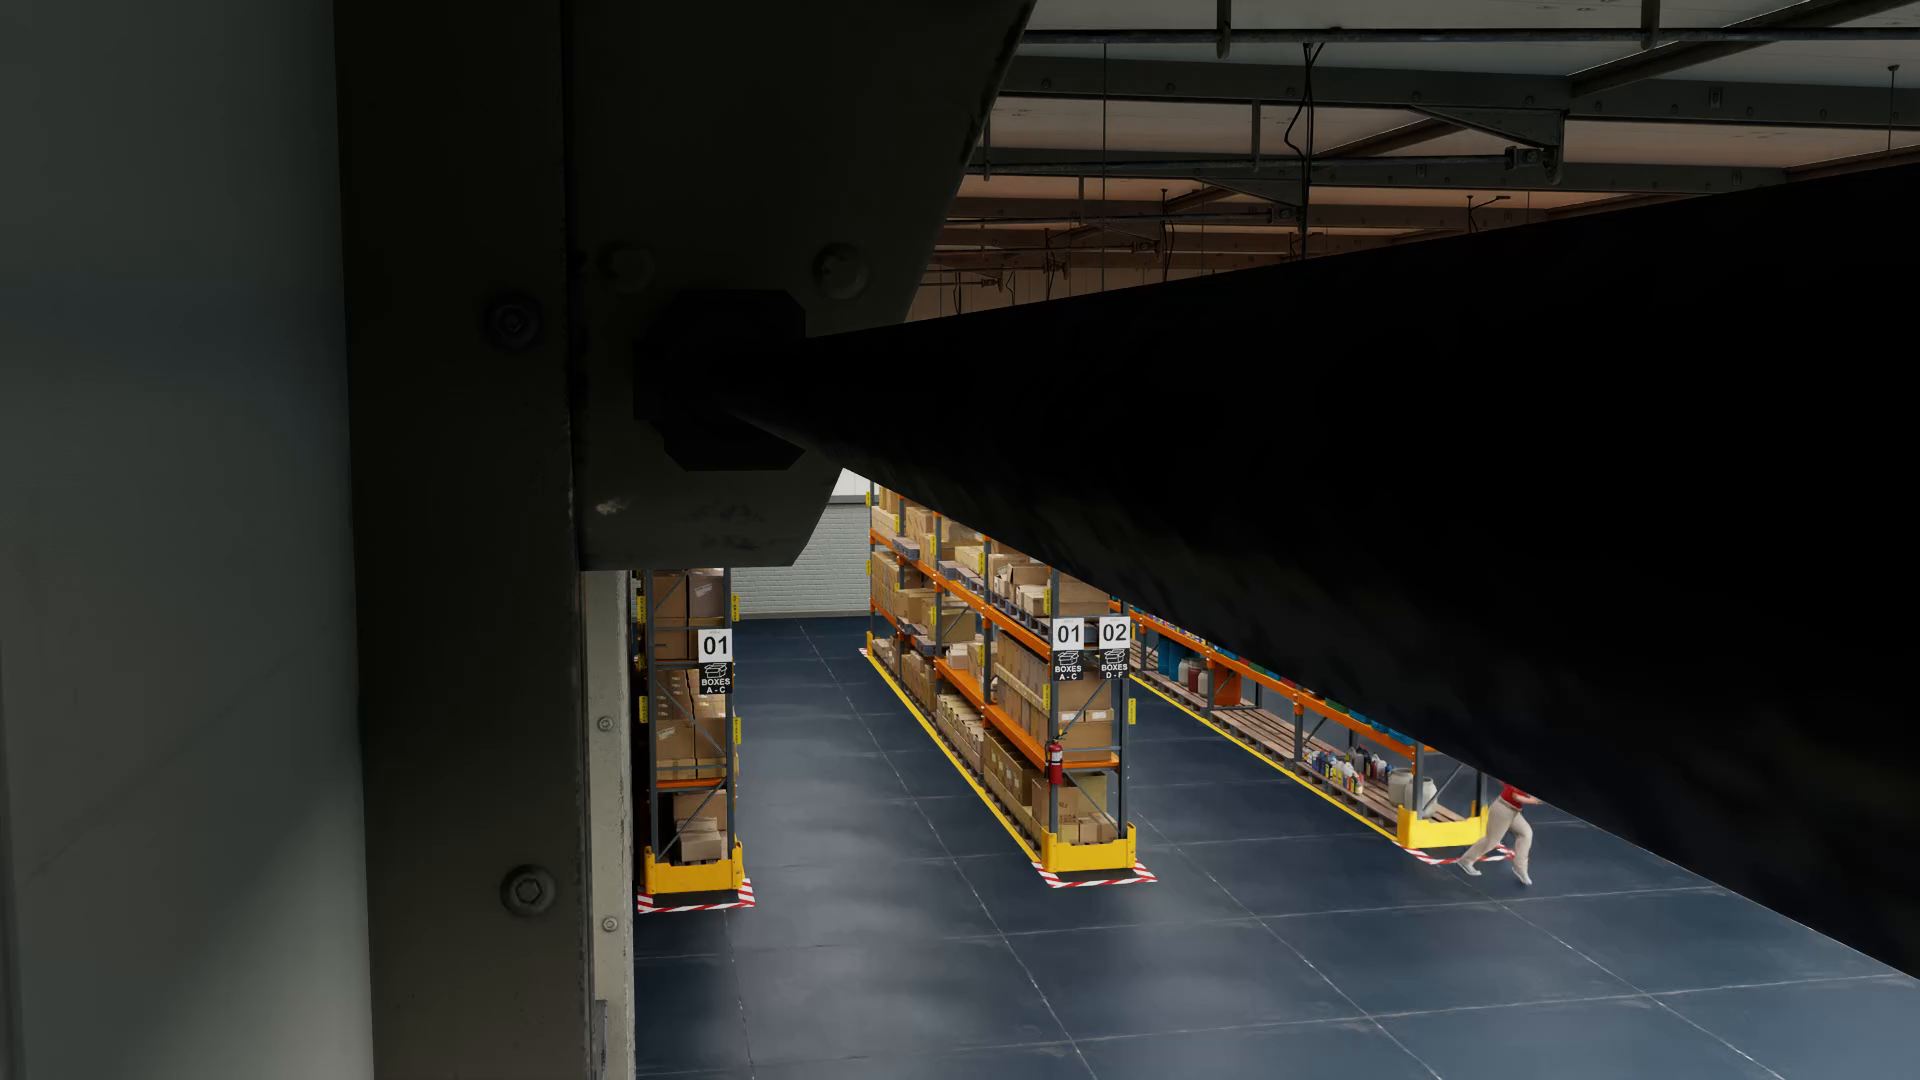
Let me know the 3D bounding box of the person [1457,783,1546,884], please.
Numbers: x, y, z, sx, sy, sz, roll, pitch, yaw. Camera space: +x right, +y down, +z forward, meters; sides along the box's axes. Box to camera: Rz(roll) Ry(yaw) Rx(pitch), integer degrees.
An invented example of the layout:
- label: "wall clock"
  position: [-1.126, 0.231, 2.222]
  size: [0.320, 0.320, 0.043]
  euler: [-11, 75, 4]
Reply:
- label: "person"
  position: [6.676, 3.420, 20.493]
  size: [1.017, 1.695, 0.707]
  euler: [2, 6, 20]
